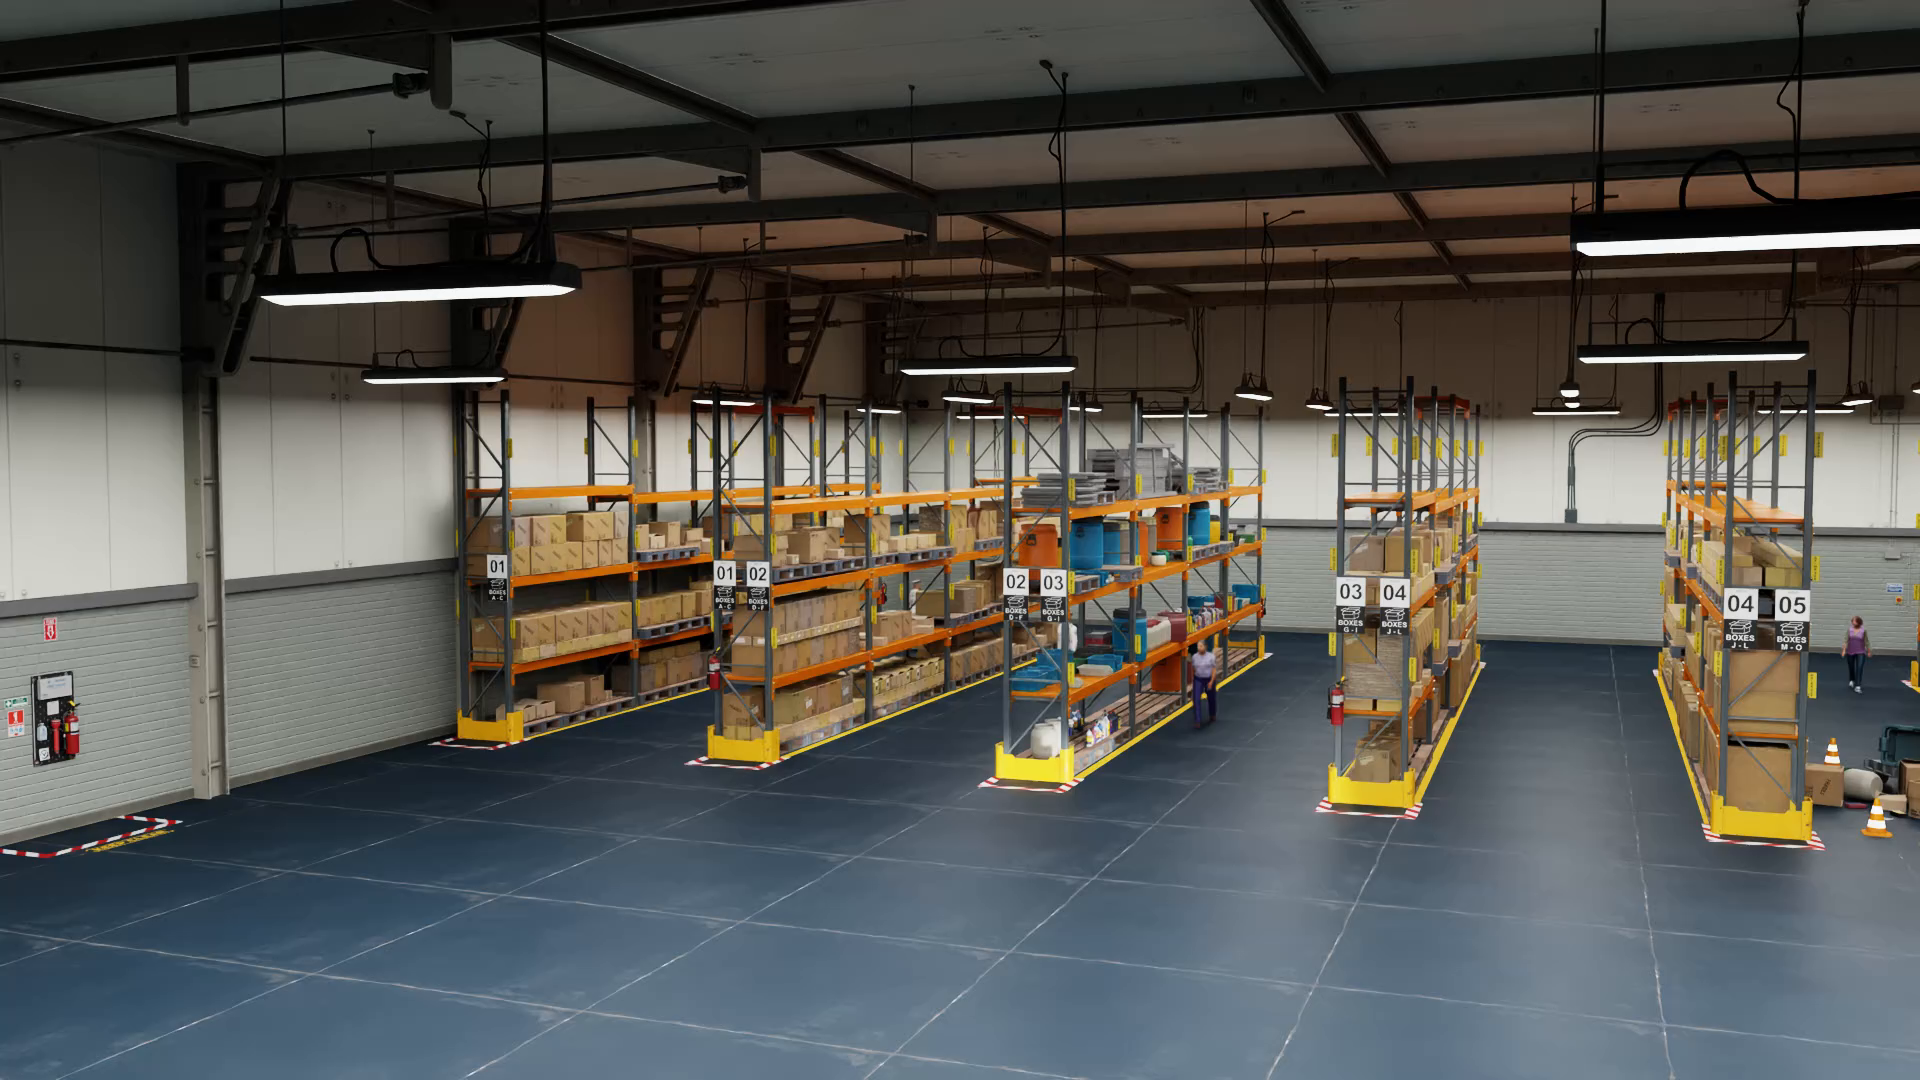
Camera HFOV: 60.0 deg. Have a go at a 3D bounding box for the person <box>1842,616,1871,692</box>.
[{"bbox_3d":[18.483,2.326,34.275,0.520,1.533,1.012,2,4,32],"label":"person"}]

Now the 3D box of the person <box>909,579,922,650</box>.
[{"bbox_3d":[-1.124,1.858,41.214,0.516,1.758,0.573,-1,3,-17],"label":"person"}]

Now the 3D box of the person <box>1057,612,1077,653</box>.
[{"bbox_3d":[2.183,2.314,34.036,0.537,1.735,0.516,3,4,39],"label":"person"}]

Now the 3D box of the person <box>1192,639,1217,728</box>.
[{"bbox_3d":[4.396,2.568,30.000,0.472,1.542,1.059,1,3,14],"label":"person"}]
